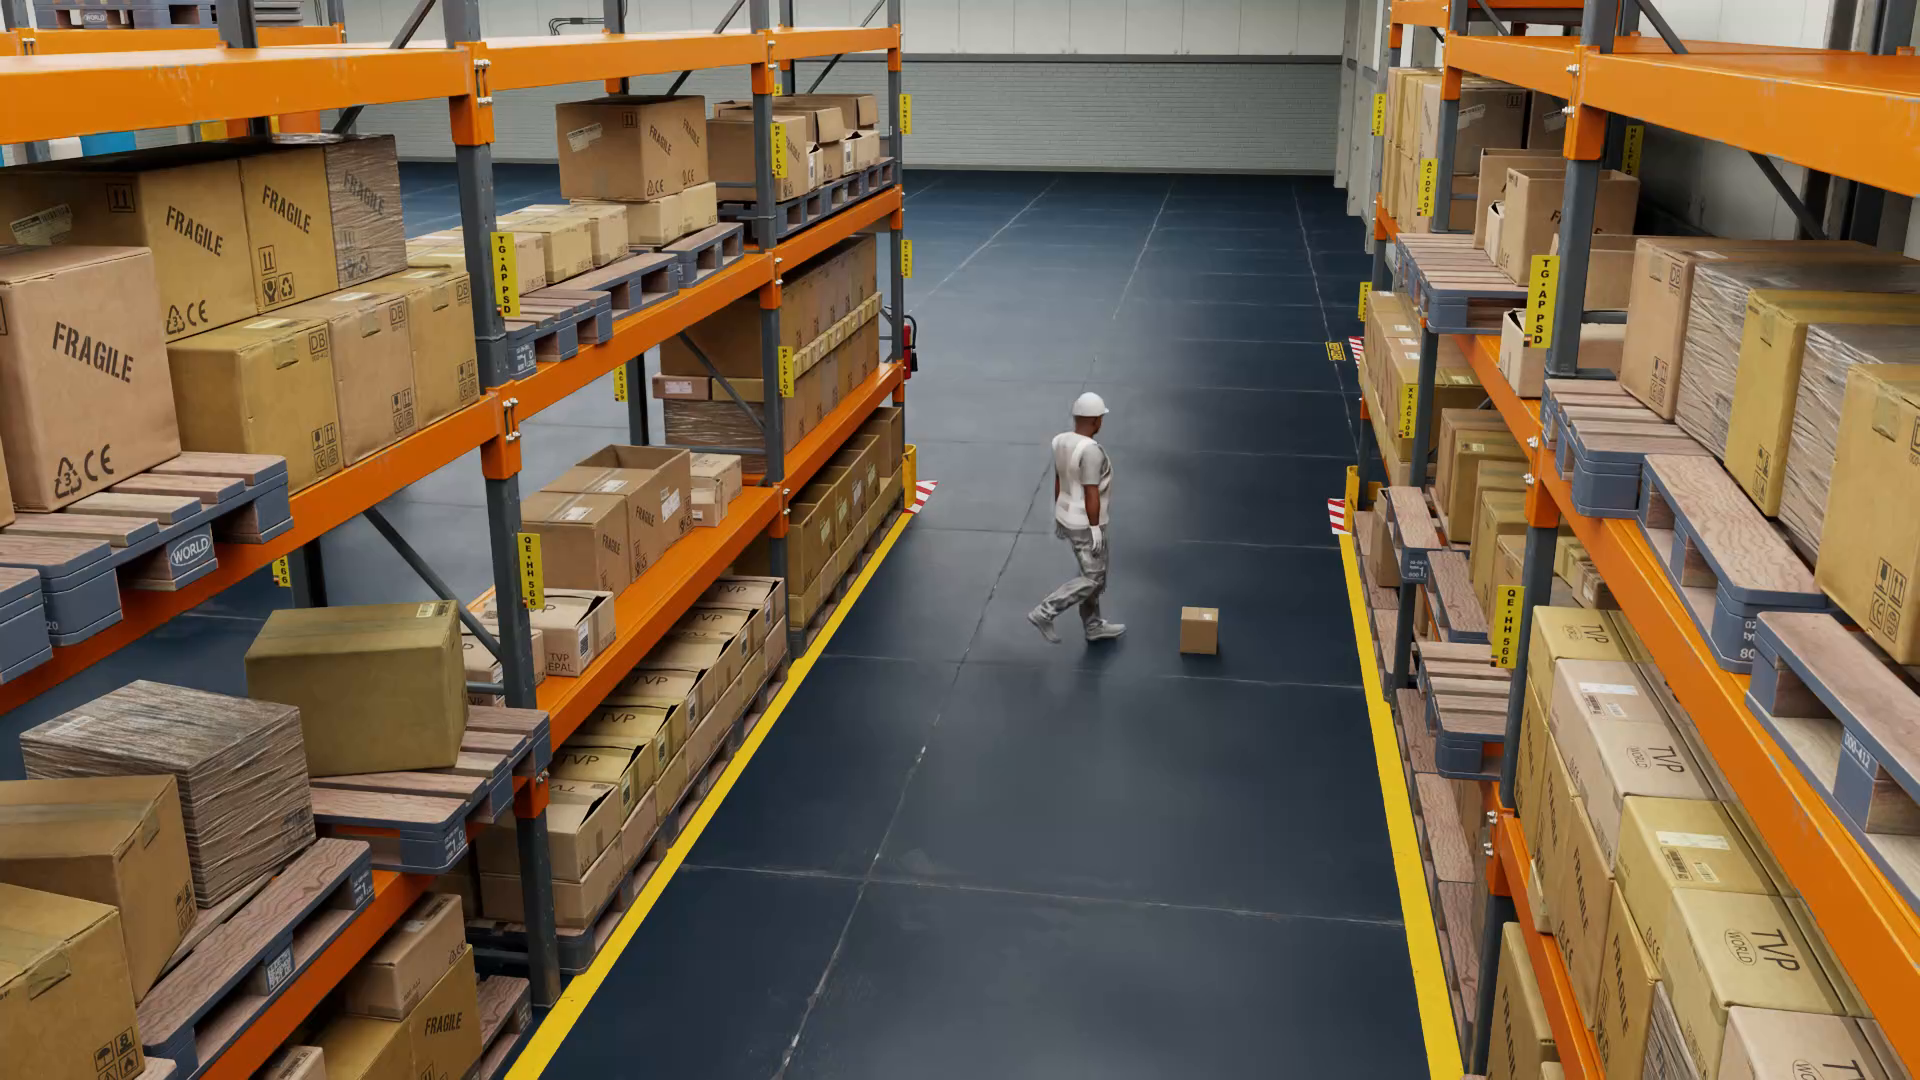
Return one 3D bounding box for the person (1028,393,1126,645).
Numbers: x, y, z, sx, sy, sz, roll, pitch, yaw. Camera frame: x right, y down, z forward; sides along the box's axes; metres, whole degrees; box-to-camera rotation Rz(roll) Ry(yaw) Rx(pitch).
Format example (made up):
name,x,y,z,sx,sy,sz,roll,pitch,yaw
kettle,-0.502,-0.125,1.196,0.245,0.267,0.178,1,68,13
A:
name,x,y,z,sx,sy,sz,roll,pitch,yaw
person,0.822,-0.120,11.369,0.779,1.775,0.592,-5,18,-16
